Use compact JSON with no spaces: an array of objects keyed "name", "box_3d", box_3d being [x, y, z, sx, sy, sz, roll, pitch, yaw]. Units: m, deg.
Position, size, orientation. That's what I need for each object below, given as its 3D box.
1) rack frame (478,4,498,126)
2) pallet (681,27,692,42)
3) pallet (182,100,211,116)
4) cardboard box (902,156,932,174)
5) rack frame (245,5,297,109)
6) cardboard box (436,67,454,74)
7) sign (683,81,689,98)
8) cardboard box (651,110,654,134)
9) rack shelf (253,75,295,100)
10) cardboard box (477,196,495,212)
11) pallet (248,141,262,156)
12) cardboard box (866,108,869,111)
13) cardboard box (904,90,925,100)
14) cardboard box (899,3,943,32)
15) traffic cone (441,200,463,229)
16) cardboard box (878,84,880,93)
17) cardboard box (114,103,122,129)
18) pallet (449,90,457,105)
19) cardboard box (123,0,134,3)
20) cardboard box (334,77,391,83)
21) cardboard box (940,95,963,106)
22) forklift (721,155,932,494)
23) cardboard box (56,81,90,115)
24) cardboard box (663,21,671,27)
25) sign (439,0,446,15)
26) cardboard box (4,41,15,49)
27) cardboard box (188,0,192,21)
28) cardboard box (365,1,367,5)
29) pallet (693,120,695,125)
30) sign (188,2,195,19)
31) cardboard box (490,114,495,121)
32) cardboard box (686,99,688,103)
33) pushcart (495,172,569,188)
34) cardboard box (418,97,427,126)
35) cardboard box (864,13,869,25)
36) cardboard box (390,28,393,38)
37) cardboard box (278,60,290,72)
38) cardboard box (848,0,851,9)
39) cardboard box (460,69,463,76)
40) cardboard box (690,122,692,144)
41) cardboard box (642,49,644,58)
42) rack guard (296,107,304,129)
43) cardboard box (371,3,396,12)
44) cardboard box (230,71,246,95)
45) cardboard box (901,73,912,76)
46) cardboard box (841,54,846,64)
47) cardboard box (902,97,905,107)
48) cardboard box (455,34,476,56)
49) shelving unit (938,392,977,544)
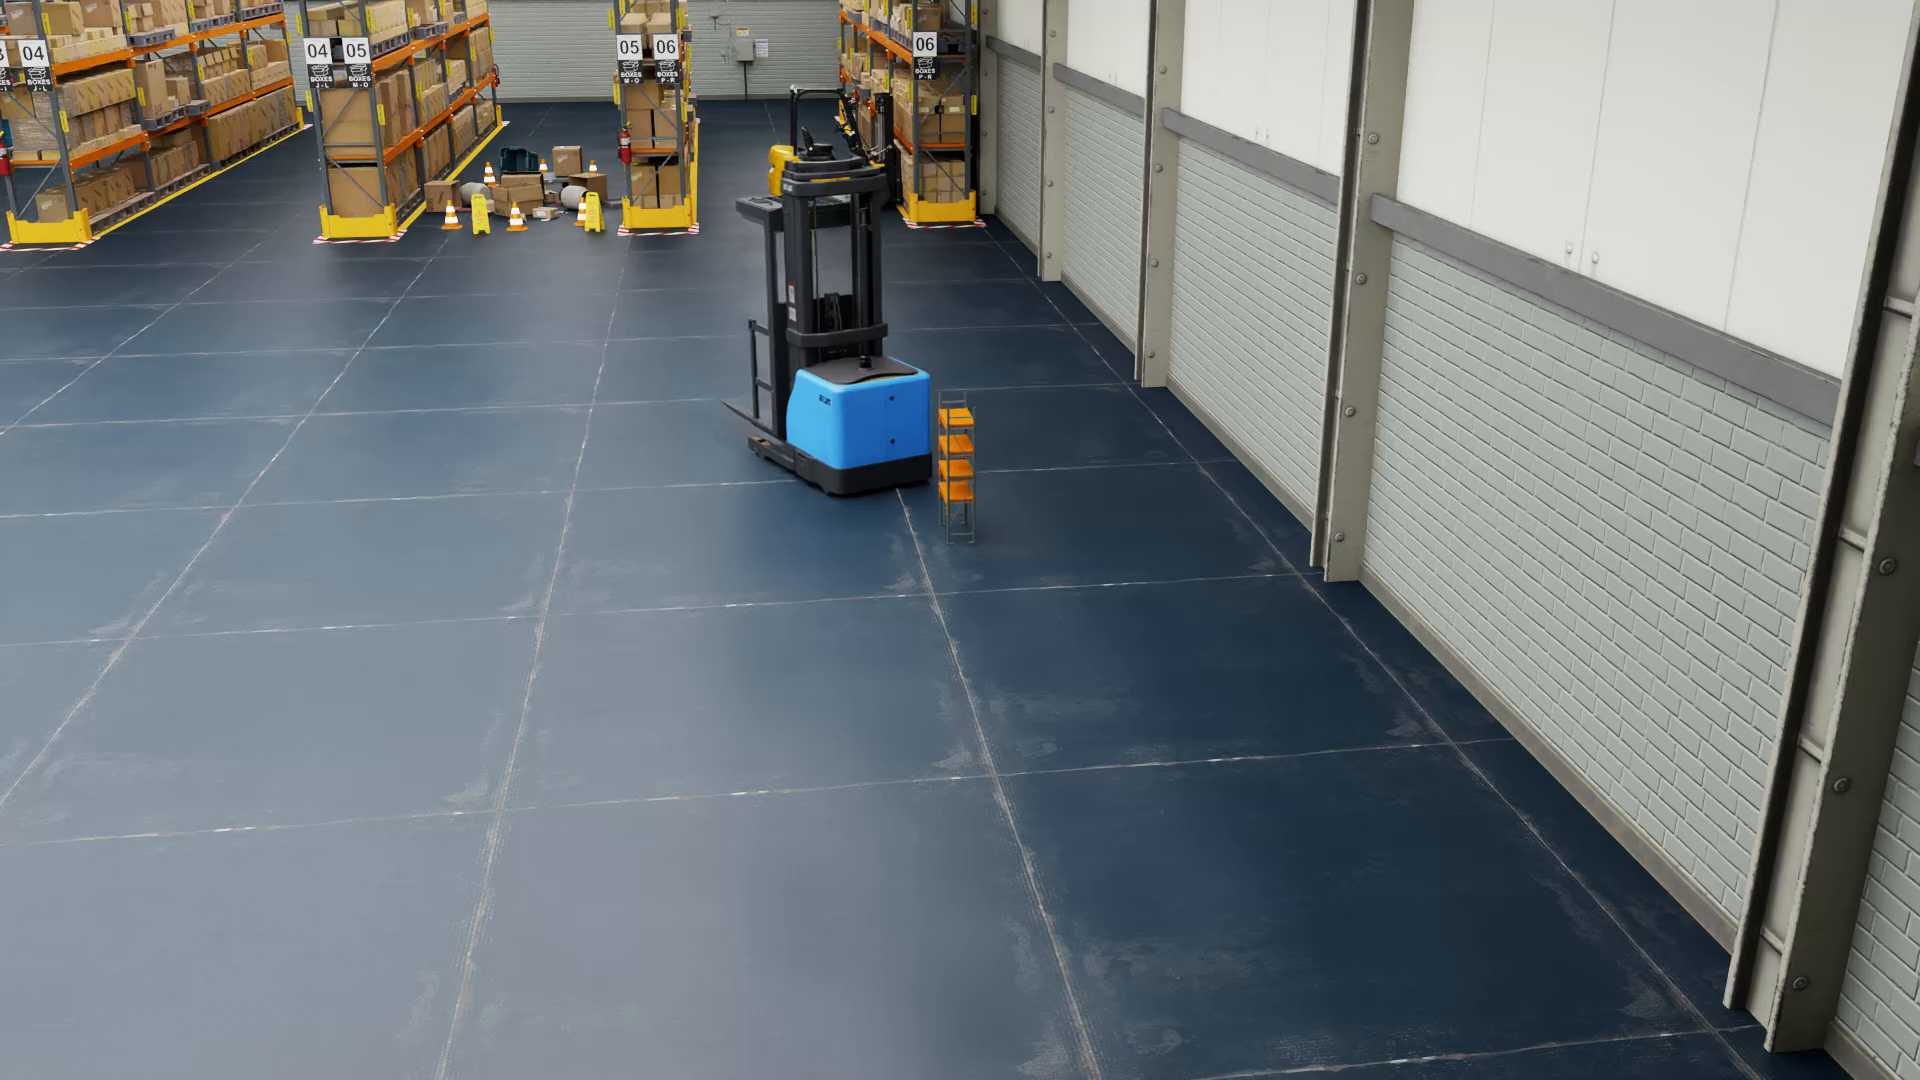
[{"name":"rack frame","box_3d":[-12.417,-12.093,42.383,1.000,3.000,0.127,-3,21,-8]},{"name":"pallet","box_3d":[-5.787,-9.760,32.115,1.213,0.211,1.003,-3,21,-8]},{"name":"pallet","box_3d":[-15.978,-8.777,33.778,1.213,0.211,1.003,-3,21,-8]},{"name":"cardboard box","box_3d":[-0.770,-6.787,30.076,0.500,0.250,0.500,-3,21,-7]},{"name":"rack frame","box_3d":[-17.340,-11.878,41.807,1.000,3.000,0.127,-3,21,-8]},{"name":"cardboard box","box_3d":[-11.330,-10.306,36.506,0.380,0.149,0.250,-2,21,-6]},{"name":"sign","box_3d":[-5.267,-8.659,31.950,0.100,0.325,0.005,-3,21,-8]},{"name":"cardboard box","box_3d":[-5.645,-7.372,29.174,0.500,0.500,0.500,-3,21,-8]},{"name":"rack shelf","box_3d":[-17.051,-10.849,40.078,1.077,0.370,4.000,-3,21,-8]},{"name":"cardboard box","box_3d":[-8.617,-6.156,30.392,0.396,0.266,0.258,1,20,2]},{"name":"pallet","box_3d":[-16.577,-8.924,37.881,1.003,0.211,1.213,-3,21,-8]},{"name":"cardboard box","box_3d":[-2.007,-9.988,38.790,0.380,0.149,0.250,-2,21,-6]},{"name":"cardboard box","box_3d":[-0.816,-8.041,30.038,0.380,0.149,0.250,-2,21,-6]},{"name":"cardboard box","box_3d":[-0.716,-9.492,30.240,0.797,0.503,0.637,-2,21,-6]},{"name":"traffic cone","box_3d":[-8.782,-5.621,28.678,0.336,0.463,0.334,-3,21,-8]},{"name":"cardboard box","box_3d":[-1.419,-9.327,34.475,0.500,0.250,0.500,-3,21,-7]},{"name":"cardboard box","box_3d":[-15.569,-7.576,29.719,0.875,0.500,0.500,-3,21,-8]},{"name":"pallet","box_3d":[-11.472,-9.475,35.646,1.213,0.211,1.003,-3,21,-8]},{"name":"cardboard box","box_3d":[-16.224,-10.269,32.354,0.500,0.500,0.500,-4,21,-9]},{"name":"cardboard box","box_3d":[-10.448,-7.824,29.193,0.875,0.550,0.500,-3,21,-8]},{"name":"cardboard box","box_3d":[-0.152,-7.707,29.144,0.380,0.149,0.250,-3,21,-9]},{"name":"forklift","box_3d":[-1.459,-2.256,16.141,1.130,2.935,3.031,-12,24,-29]},{"name":"cardboard box","box_3d":[-14.908,-7.371,27.741,0.500,0.500,0.500,-3,21,-8]},{"name":"cardboard box","box_3d":[-5.103,-8.809,28.521,0.380,0.149,0.250,-3,21,-8]},{"name":"sign","box_3d":[-10.713,-11.033,34.405,0.100,0.325,0.005,-3,21,-8]},{"name":"cardboard box","box_3d":[-15.382,-7.941,26.621,0.380,0.149,0.250,-3,21,-8]},{"name":"cardboard box","box_3d":[-16.346,-10.966,34.330,0.797,0.503,0.637,-2,21,-5]},{"name":"cardboard box","box_3d":[-10.971,-9.700,30.164,0.380,0.149,0.250,-3,21,-7]},{"name":"pallet","box_3d":[-7.168,-10.377,41.774,1.003,0.211,1.213,-3,21,-8]},{"name":"sign","box_3d":[-15.649,-10.783,33.847,0.100,0.325,0.005,-3,21,-8]},{"name":"cardboard box","box_3d":[-11.997,-10.699,42.123,0.380,0.149,0.250,-2,21,-6]},{"name":"cardboard box","box_3d":[-5.731,-8.962,33.758,0.380,0.149,0.250,-2,21,-6]},{"name":"pushcart","box_3d":[-8.052,-6.863,32.125,1.648,0.377,0.936,-11,23,-26]},{"name":"cardboard box","box_3d":[-10.497,-8.181,31.765,0.500,0.500,0.500,-3,21,-7]},{"name":"cardboard box","box_3d":[-1.856,-11.534,36.813,0.500,0.250,0.500,-3,21,-8]},{"name":"cardboard box","box_3d":[-10.097,-8.831,28.978,0.380,0.149,0.250,-3,21,-8]},{"name":"cardboard box","box_3d":[-17.007,-11.793,41.367,0.500,0.250,0.500,-3,21,-9]},{"name":"cardboard box","box_3d":[-2.448,-13.053,40.454,0.500,0.250,0.500,-4,21,-10]},{"name":"cardboard box","box_3d":[-11.516,-10.622,37.776,0.380,0.149,0.250,-2,21,-5]},{"name":"cardboard box","box_3d":[-6.522,-9.362,37.506,0.875,0.875,0.875,-3,21,-7]},{"name":"cardboard box","box_3d":[-5.555,-8.235,28.125,0.380,0.149,0.250,-3,21,-8]},{"name":"rack guard","box_3d":[-17.343,-10.716,42.266,1.175,0.500,0.348,-3,21,-8]},{"name":"cardboard box","box_3d":[-10.172,-9.382,29.312,0.380,0.149,0.250,-3,21,-8]},{"name":"cardboard box","box_3d":[-16.361,-10.220,37.225,0.500,0.500,0.500,-2,21,-6]},{"name":"cardboard box","box_3d":[-1.031,-9.755,35.051,0.380,0.149,0.250,-3,21,-8]},{"name":"cardboard box","box_3d":[-2.823,-12.528,43.336,0.500,0.250,0.500,-3,21,-7]},{"name":"cardboard box","box_3d":[-0.852,-7.990,30.325,0.380,0.149,0.250,-3,21,-7]},{"name":"cardboard box","box_3d":[-11.754,-11.710,39.360,0.500,0.500,0.500,-4,21,-9]},{"name":"shelving unit","box_3d":[-0.024,-0.619,14.234,0.258,1.200,0.503,-3,21,-8]}]
